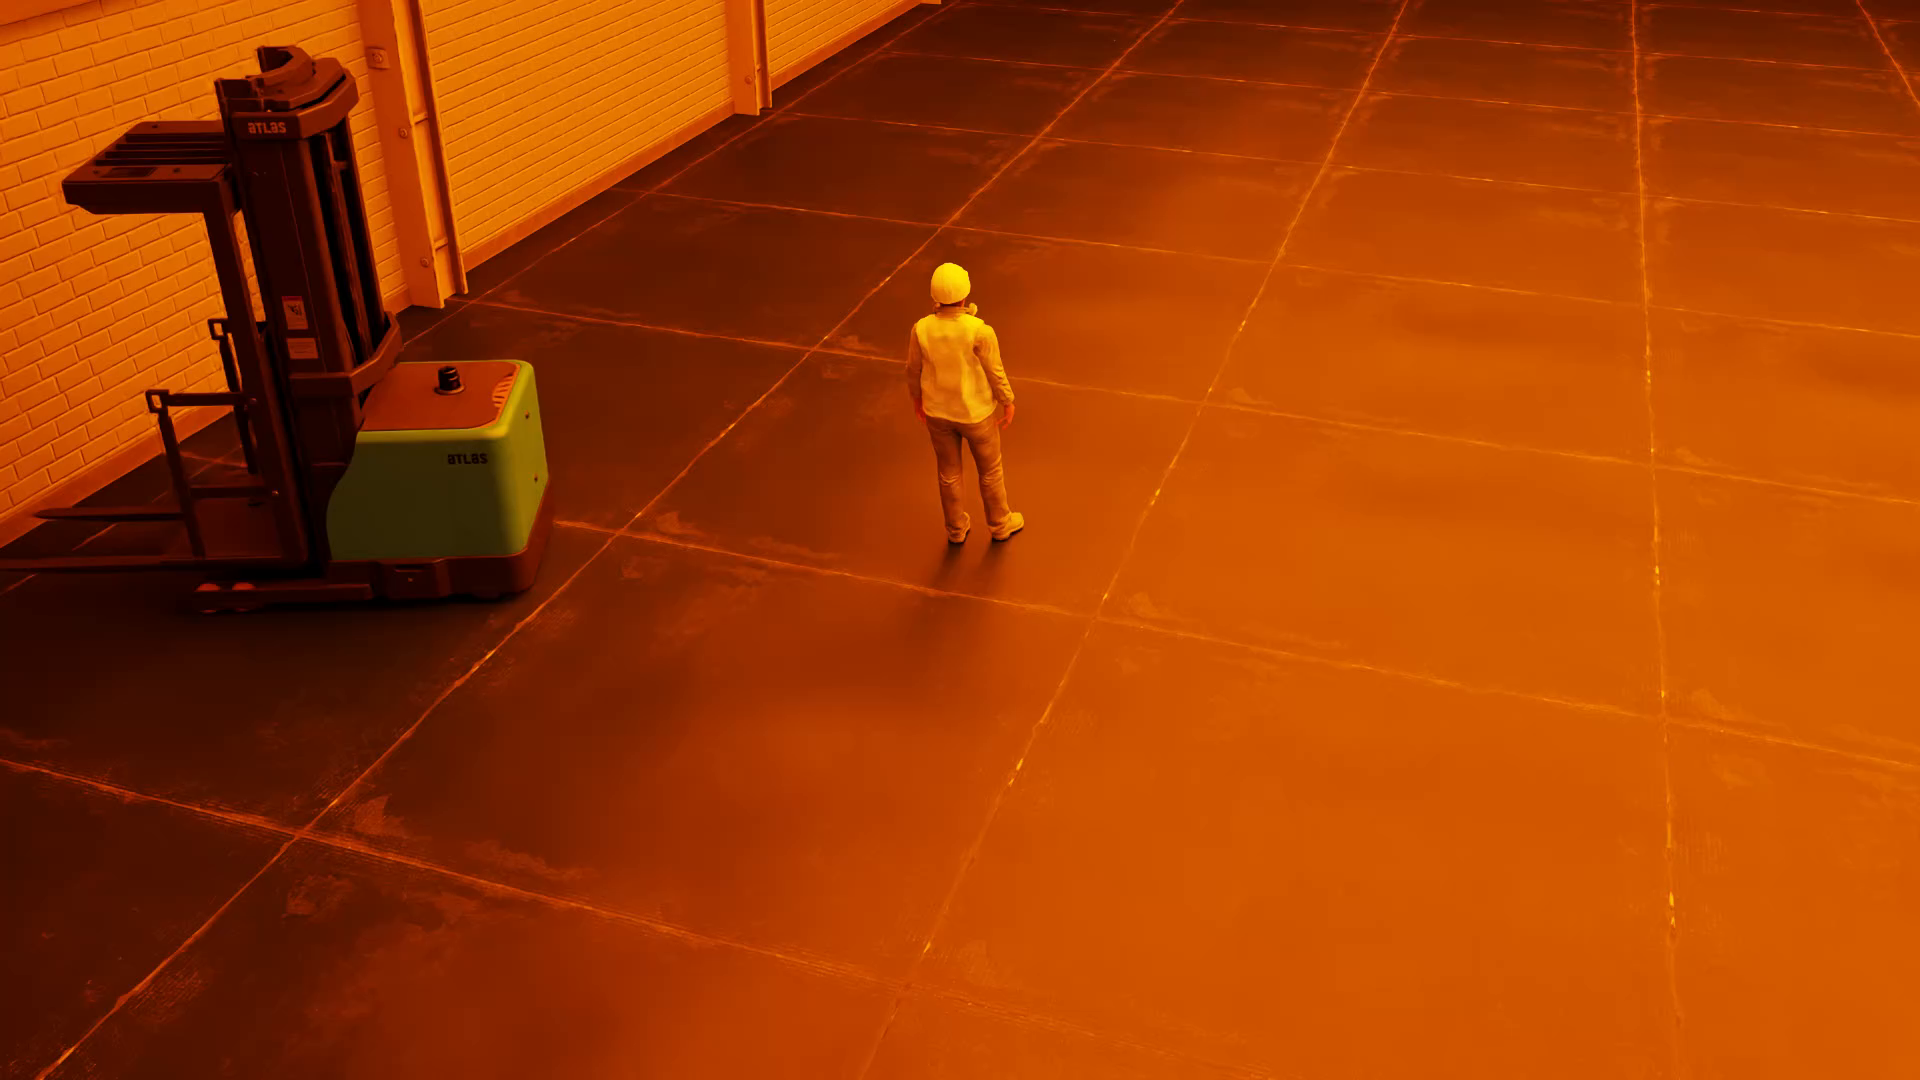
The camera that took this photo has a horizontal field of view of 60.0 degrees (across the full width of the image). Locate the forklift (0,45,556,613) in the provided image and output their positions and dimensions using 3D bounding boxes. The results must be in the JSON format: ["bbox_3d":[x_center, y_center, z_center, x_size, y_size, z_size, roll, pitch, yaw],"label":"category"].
[{"bbox_3d":[-3.981,-1.130,9.119,3.031,2.935,1.130,-2,30,-3],"label":"forklift"}]

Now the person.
[{"bbox_3d":[0.027,-0.806,9.703,0.634,1.775,0.566,10,31,16],"label":"person"}]
